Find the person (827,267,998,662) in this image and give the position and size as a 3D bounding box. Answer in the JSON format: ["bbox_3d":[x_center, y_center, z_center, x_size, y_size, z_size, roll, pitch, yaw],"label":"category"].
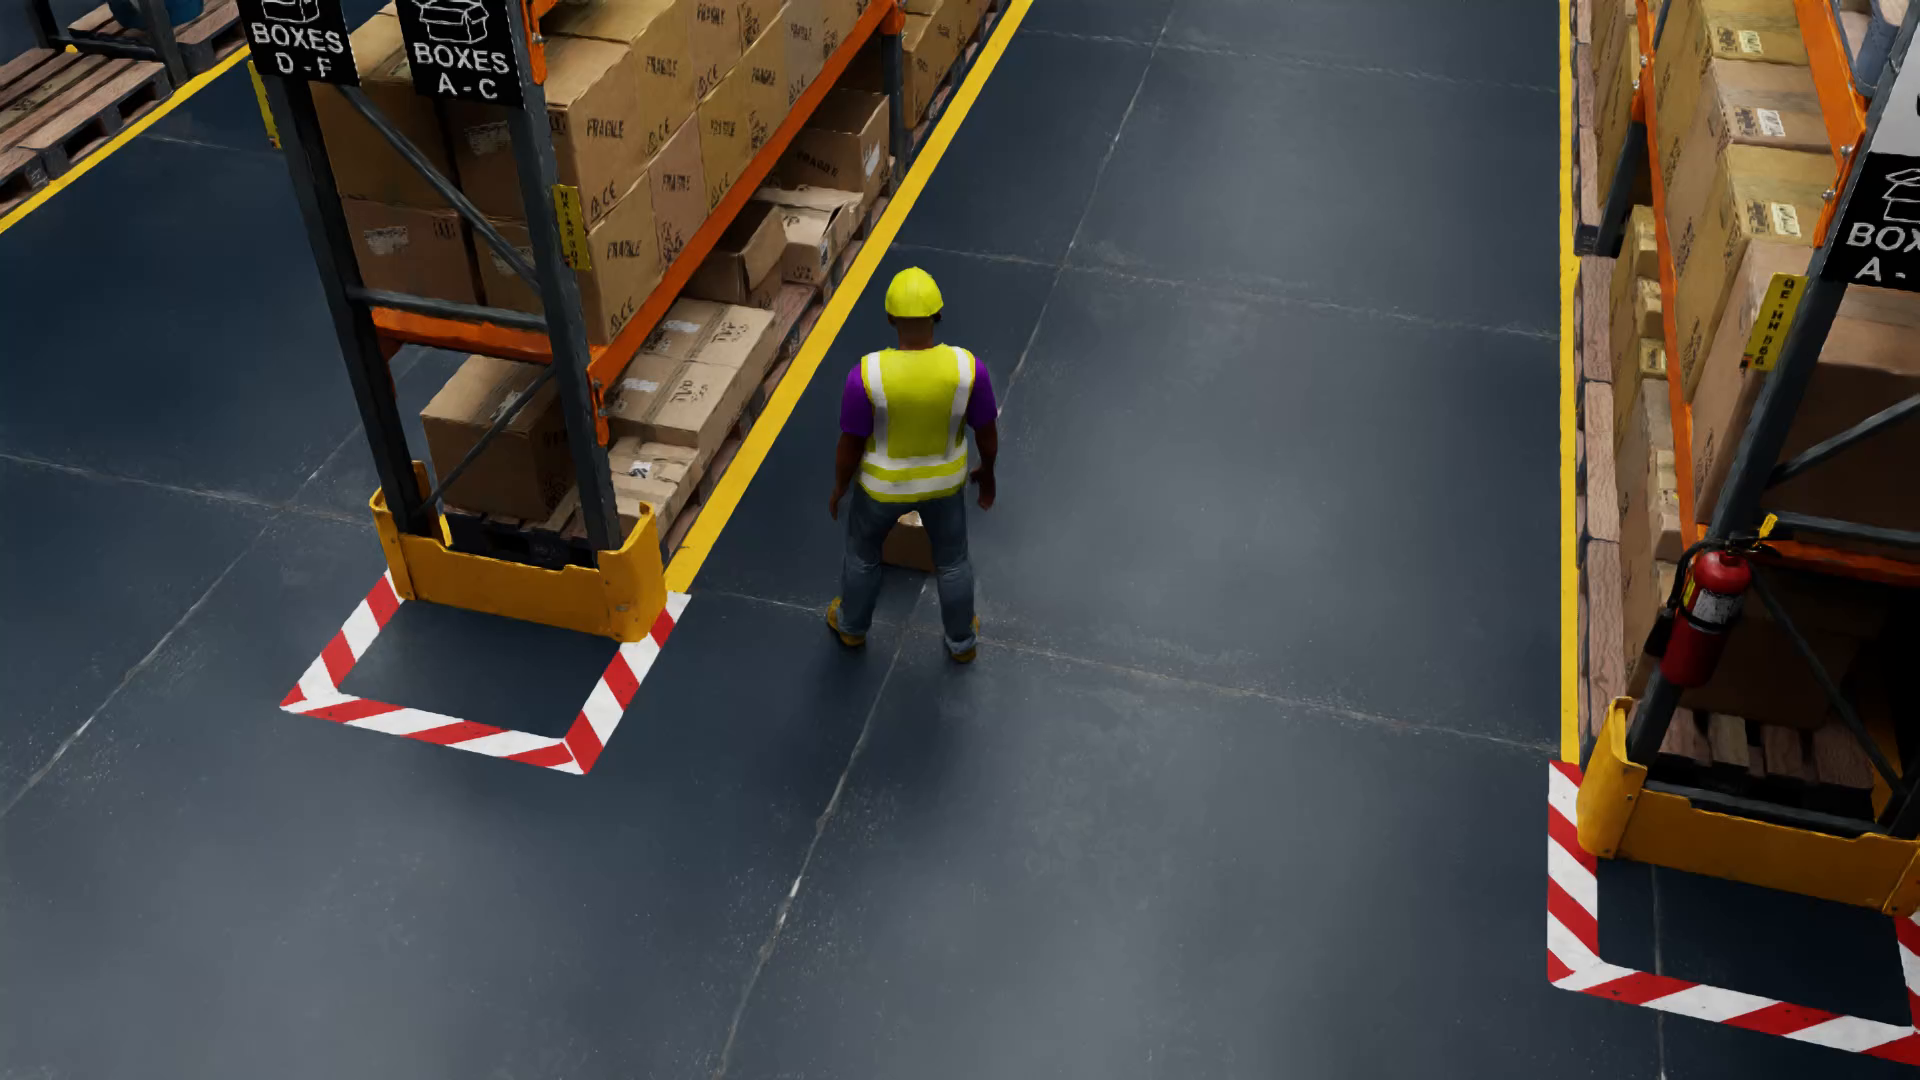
[{"bbox_3d":[-0.204,-0.278,6.429,0.671,1.767,0.488,-8,41,-9],"label":"person"}]
